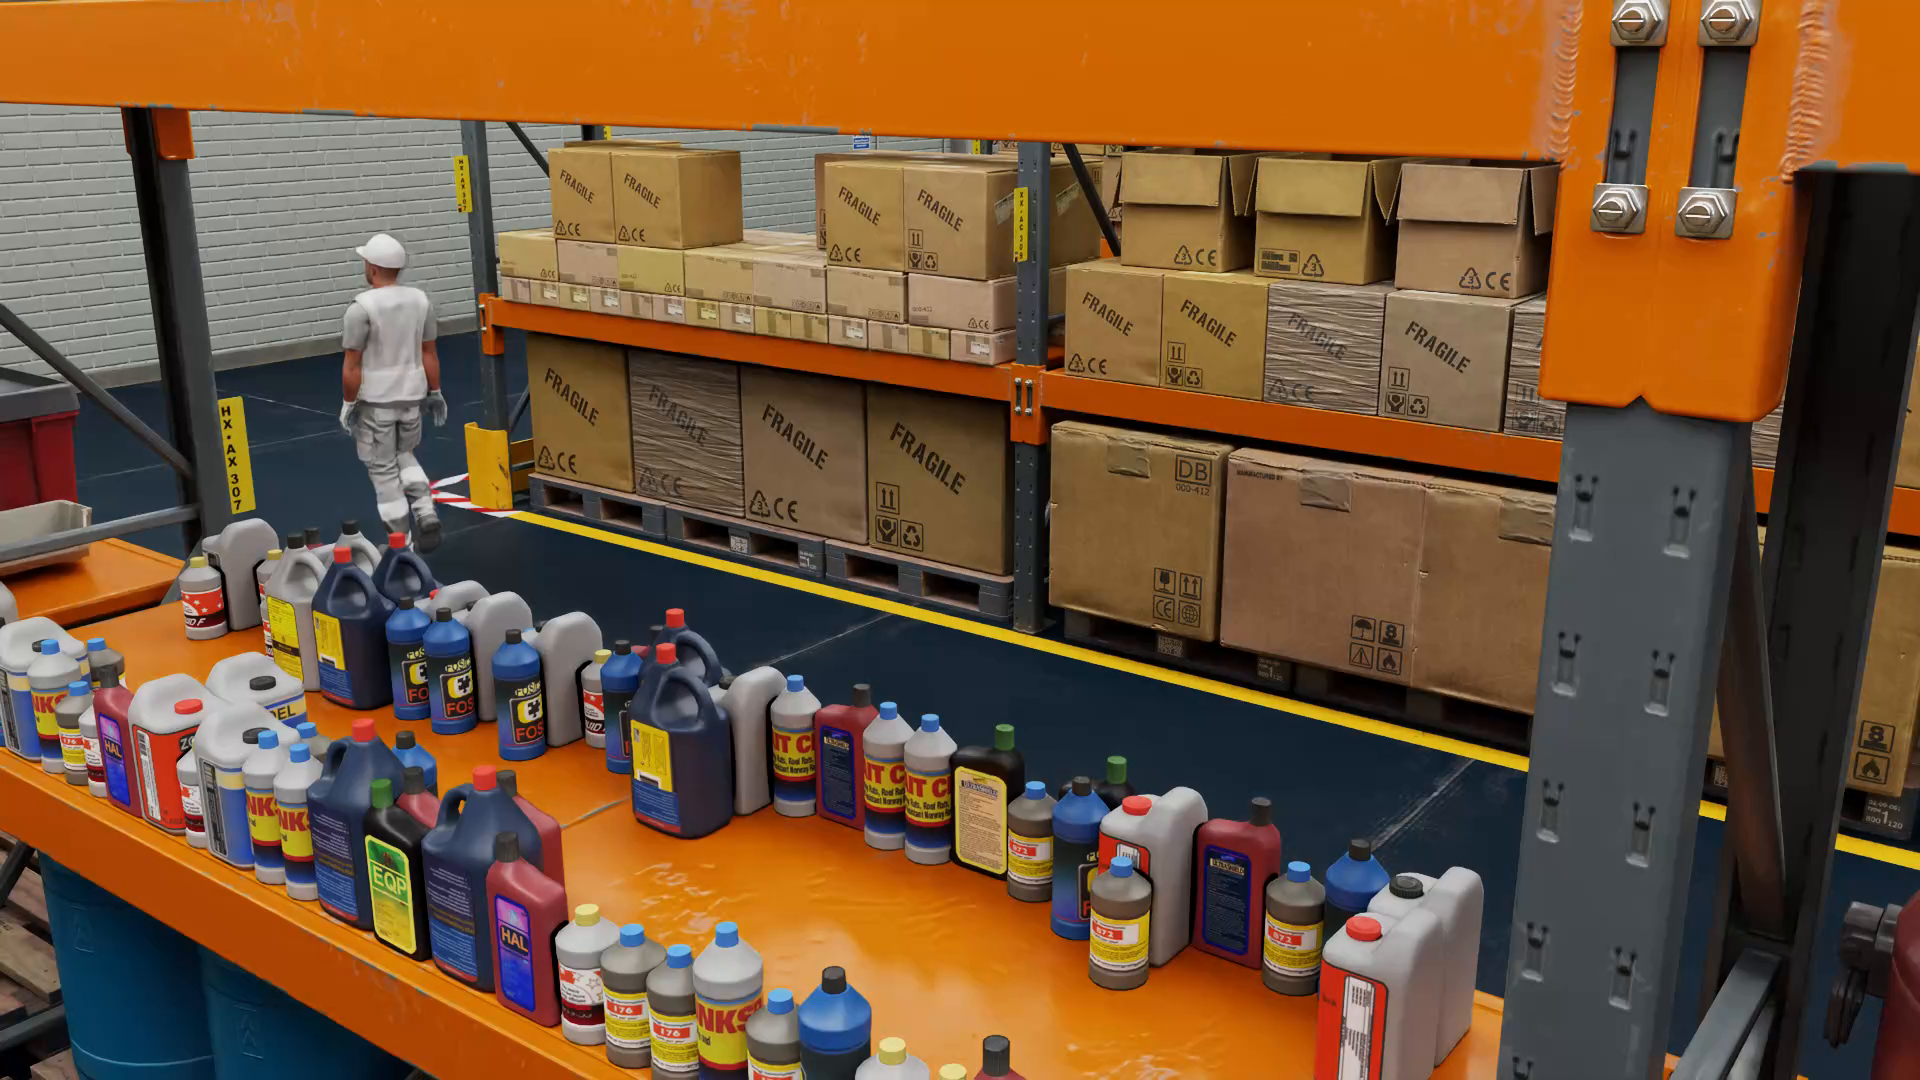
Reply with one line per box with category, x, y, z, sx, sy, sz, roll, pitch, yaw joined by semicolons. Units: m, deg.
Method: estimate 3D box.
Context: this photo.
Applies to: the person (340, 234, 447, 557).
person;-3.086;-0.757;8.972;0.467;1.778;0.572;13;21;38
